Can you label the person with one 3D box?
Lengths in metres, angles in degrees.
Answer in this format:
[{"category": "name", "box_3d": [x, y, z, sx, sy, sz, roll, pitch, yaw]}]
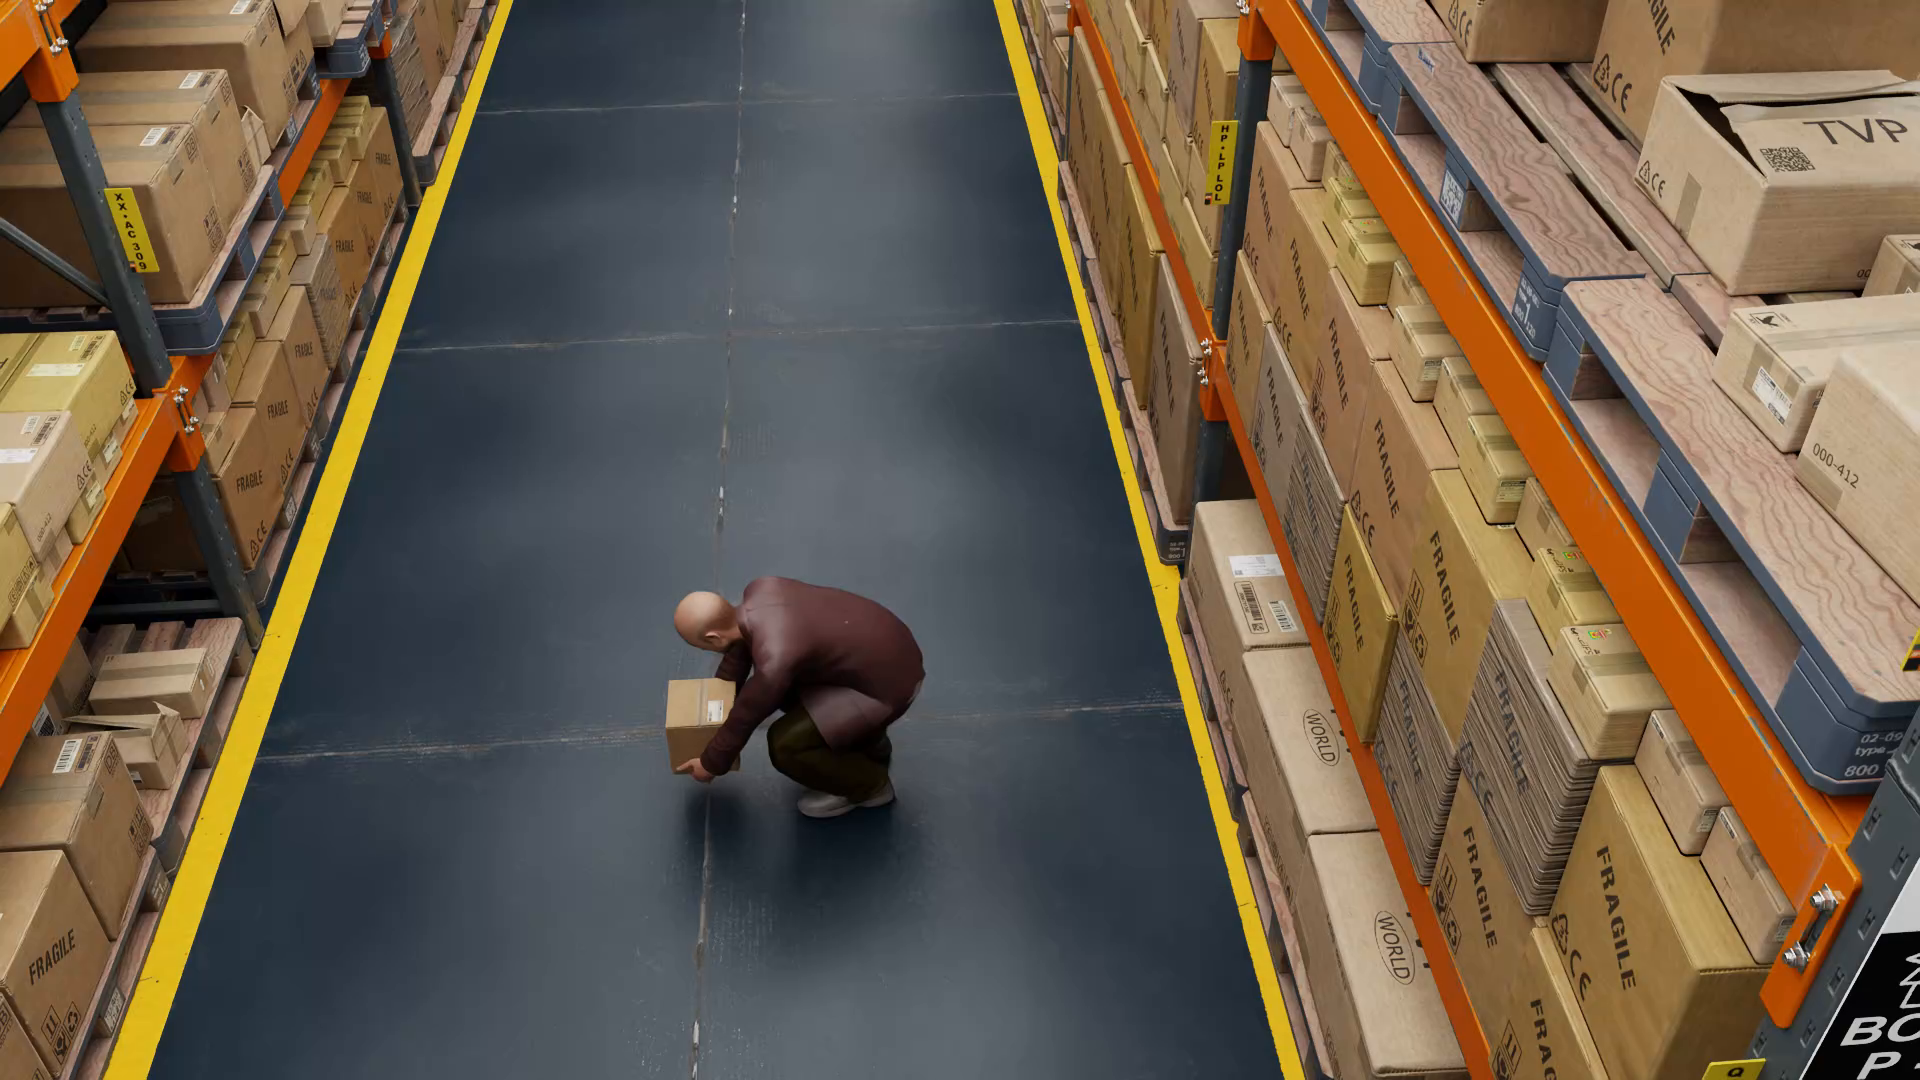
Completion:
[{"category": "person", "box_3d": [-0.595, 0.547, 6.123, 0.937, 0.979, 0.580, -4, 39, -5]}]
